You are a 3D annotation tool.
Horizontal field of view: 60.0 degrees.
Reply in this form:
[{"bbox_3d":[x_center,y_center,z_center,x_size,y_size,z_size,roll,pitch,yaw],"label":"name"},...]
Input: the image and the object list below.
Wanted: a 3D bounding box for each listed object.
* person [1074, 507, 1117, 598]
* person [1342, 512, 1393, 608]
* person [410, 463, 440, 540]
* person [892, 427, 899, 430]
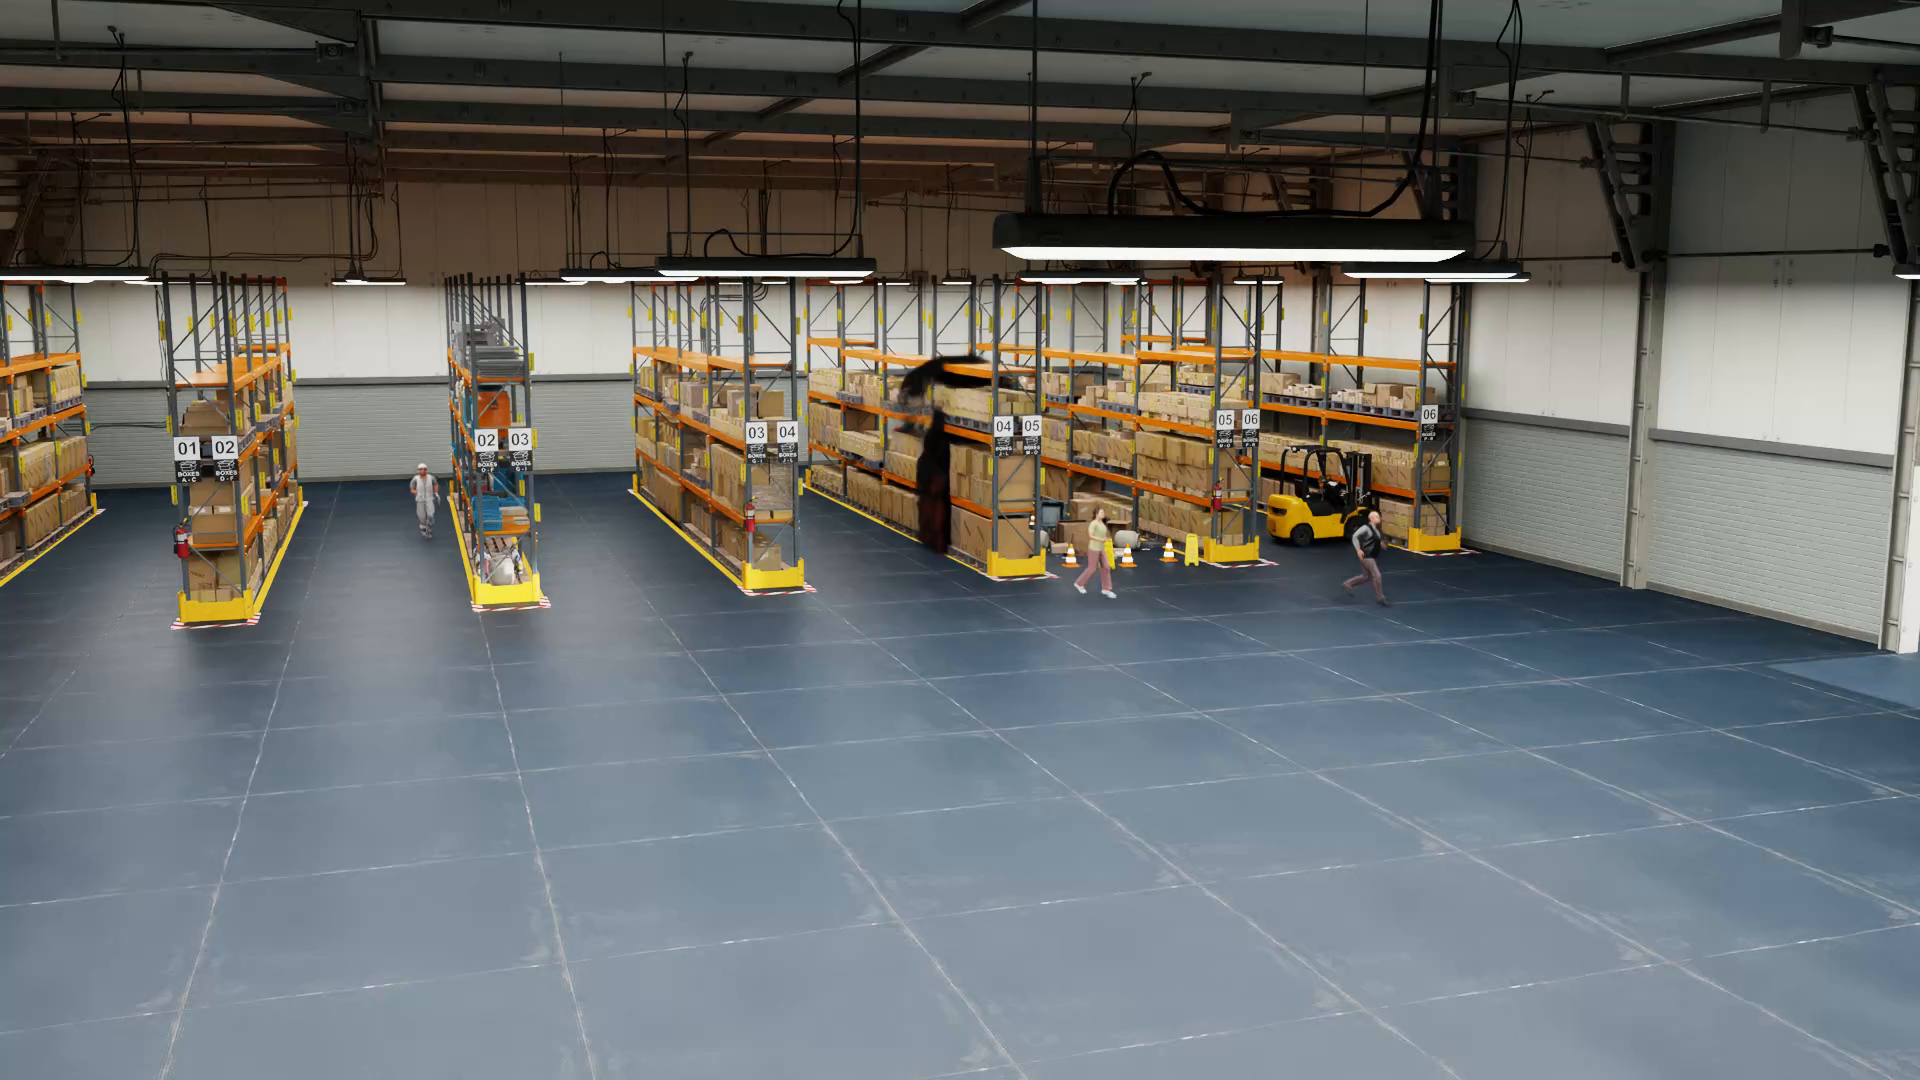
[{"bbox_3d":[2.542,0.216,31.098,0.838,1.704,0.592,5,10,32],"label":"person"},{"bbox_3d":[7.423,0.329,30.231,0.987,1.722,0.678,7,11,39],"label":"person"},{"bbox_3d":[-12.195,-0.875,37.948,0.647,1.757,0.764,-3,9,-20],"label":"person"},{"bbox_3d":[-1.826,-2.345,47.643,0.656,1.792,0.981,-4,9,-24],"label":"person"}]
